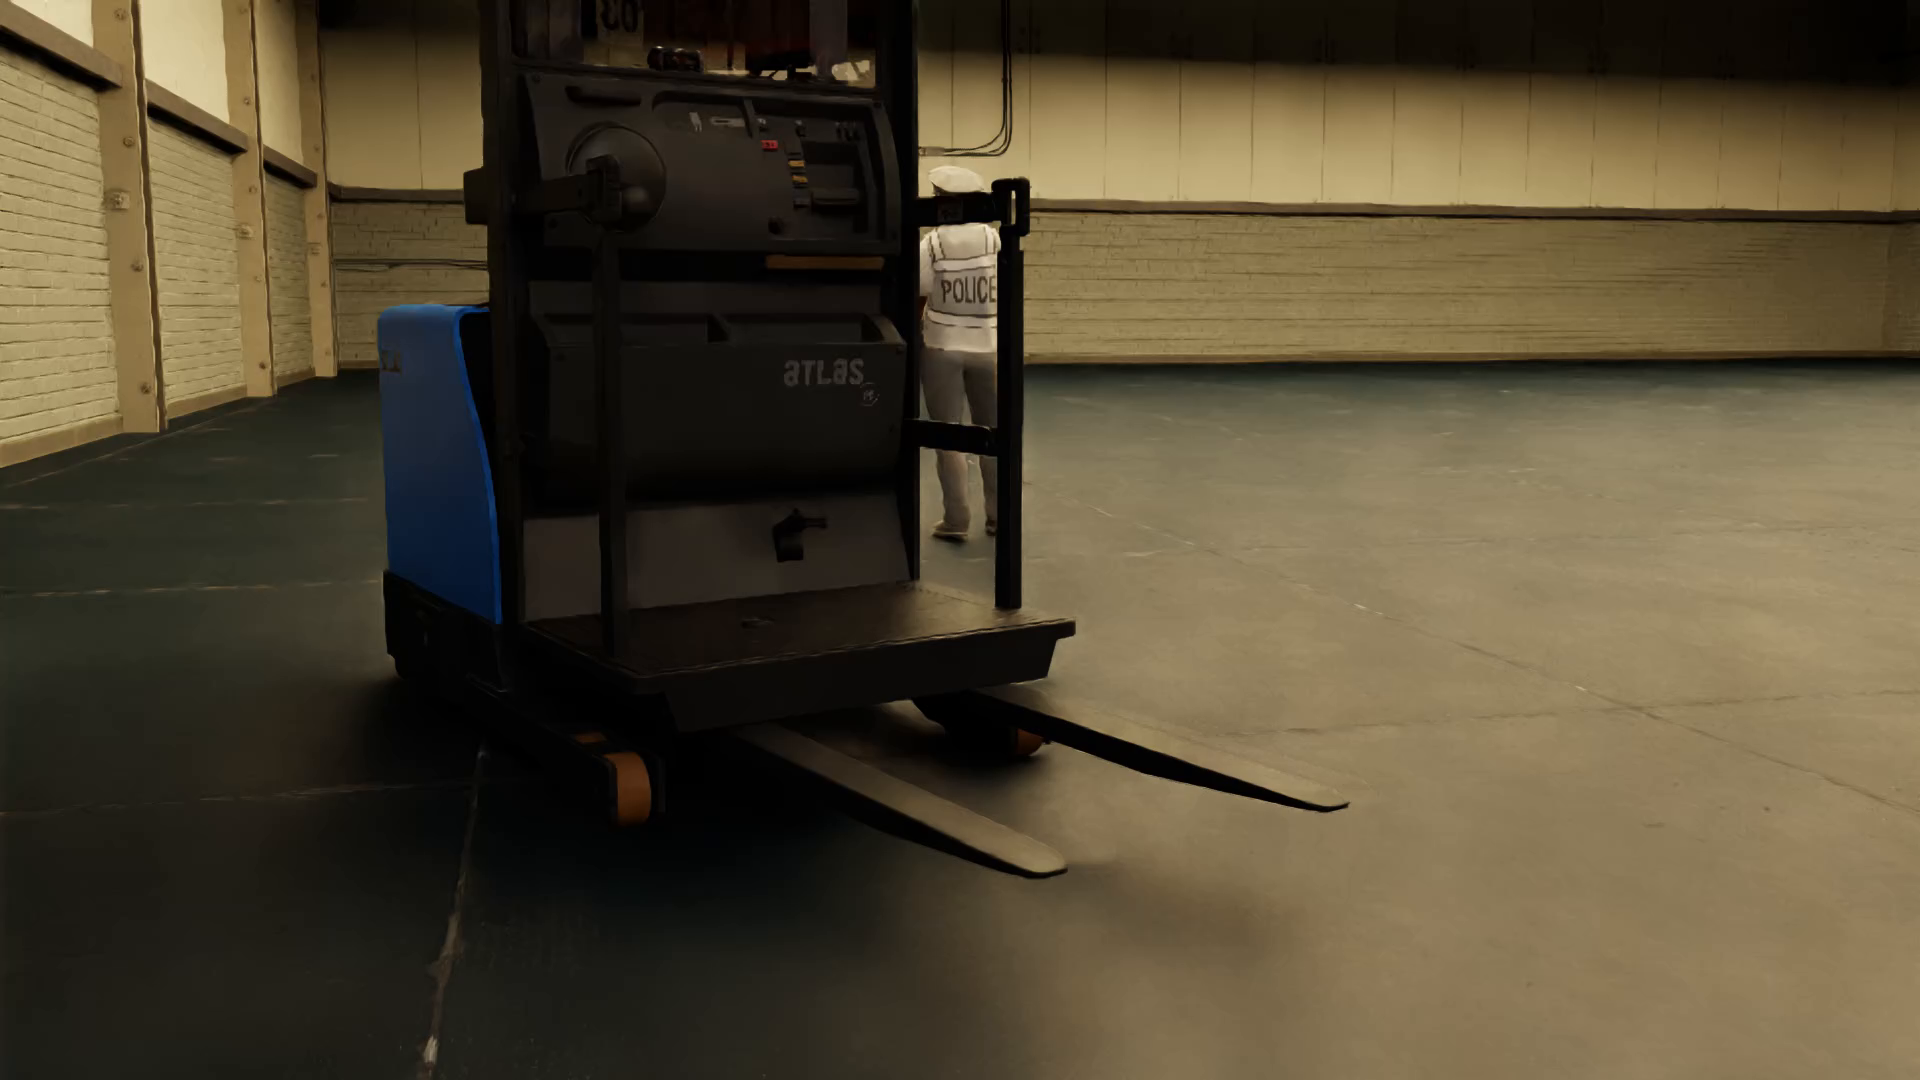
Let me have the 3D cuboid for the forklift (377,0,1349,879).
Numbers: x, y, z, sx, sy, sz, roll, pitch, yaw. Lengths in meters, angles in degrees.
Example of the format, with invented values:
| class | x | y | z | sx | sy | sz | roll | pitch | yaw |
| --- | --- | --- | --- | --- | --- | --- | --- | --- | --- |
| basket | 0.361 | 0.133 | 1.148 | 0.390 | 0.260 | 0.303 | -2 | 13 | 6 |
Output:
| class | x | y | z | sx | sy | sz | roll | pitch | yaw |
| --- | --- | --- | --- | --- | --- | --- | --- | --- | --- |
| forklift | -0.443 | -0.927 | 3.758 | 1.130 | 2.935 | 3.031 | -5 | 10 | -33 |

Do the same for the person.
| class | x | y | z | sx | sy | sz | roll | pitch | yaw |
| --- | --- | --- | --- | --- | --- | --- | --- | --- | --- |
| person | 0.001 | -0.858 | 7.665 | 0.570 | 1.695 | 0.529 | -2 | 8 | -13 |
